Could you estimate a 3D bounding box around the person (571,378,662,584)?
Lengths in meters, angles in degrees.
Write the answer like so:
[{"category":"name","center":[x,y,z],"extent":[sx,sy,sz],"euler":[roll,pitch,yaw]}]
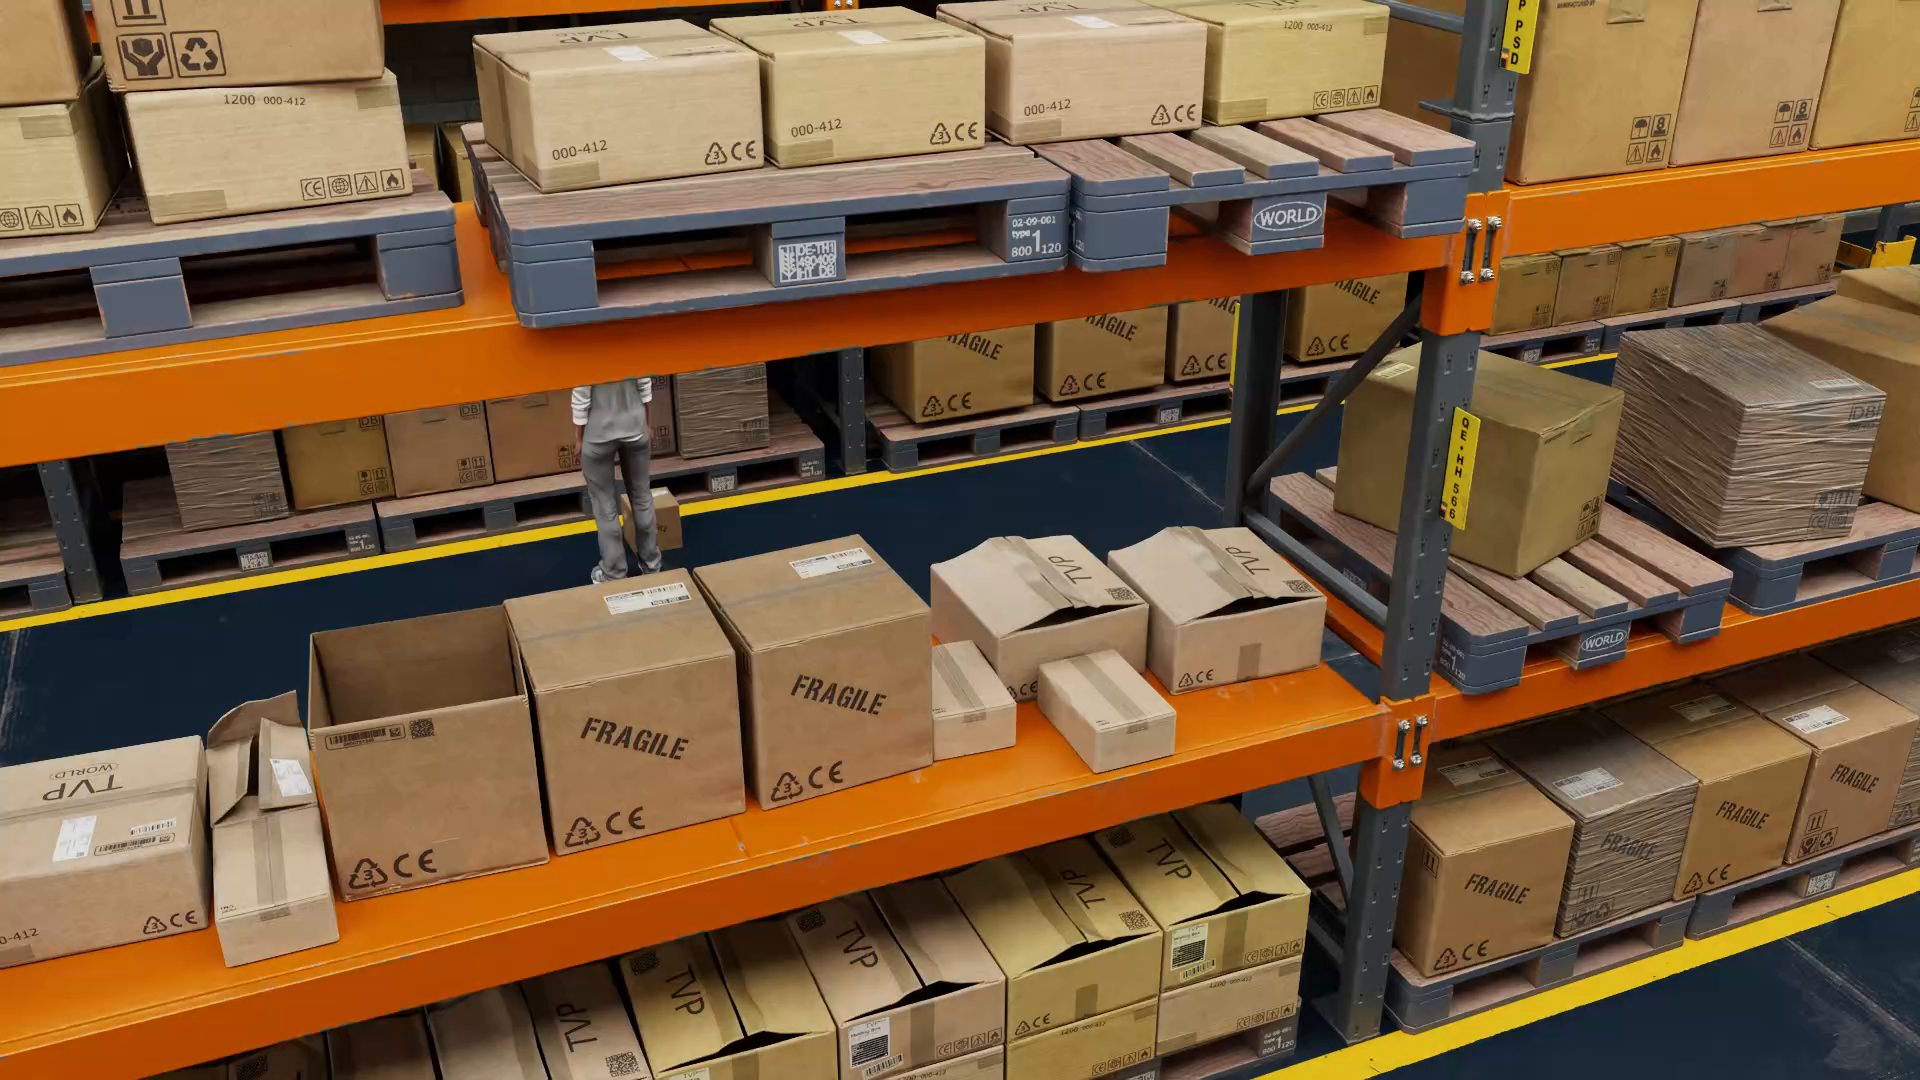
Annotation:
[{"category":"person","center":[-1.677,-0.511,8.034],"extent":[0.409,1.603,0.318],"euler":[-15,30,-27]}]
